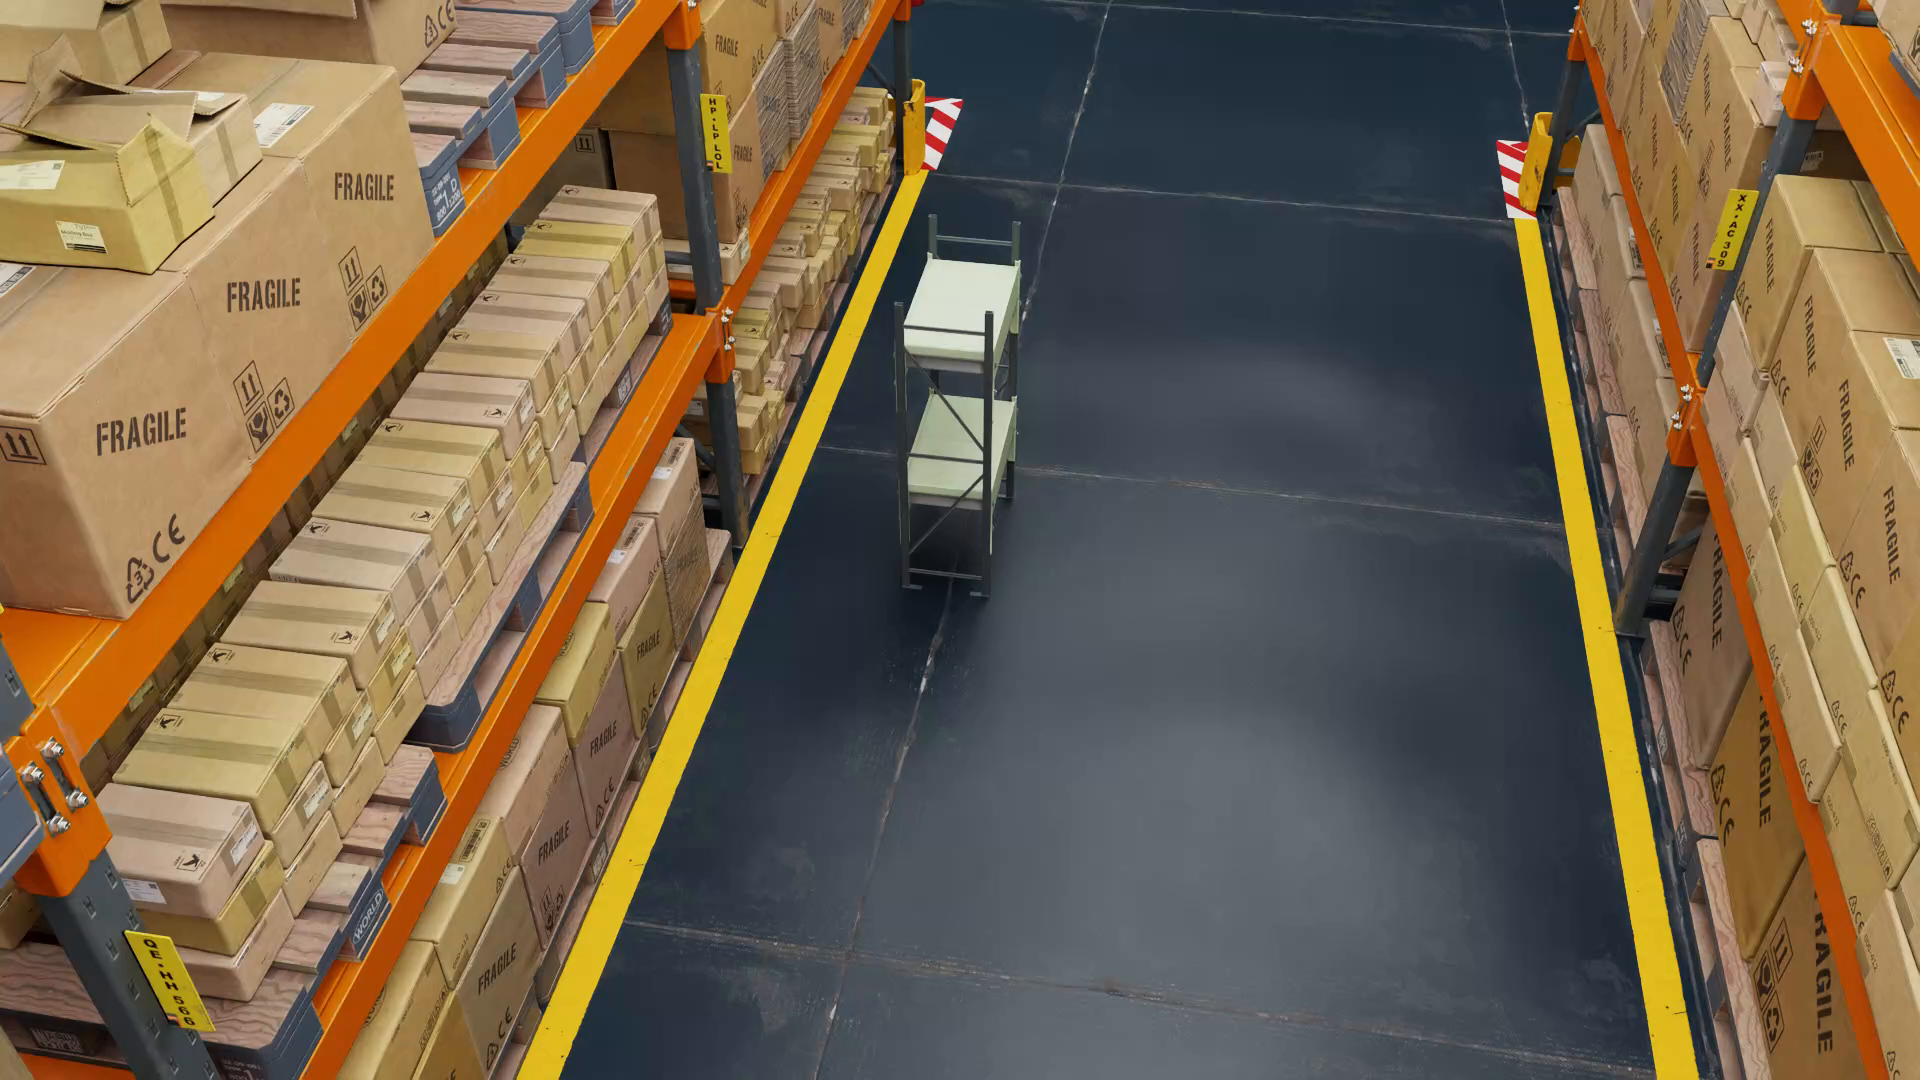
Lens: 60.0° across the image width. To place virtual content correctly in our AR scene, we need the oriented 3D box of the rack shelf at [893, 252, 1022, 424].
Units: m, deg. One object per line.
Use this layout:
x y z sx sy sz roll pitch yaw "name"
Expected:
-0.001 -0.875 7.115 0.431 0.370 0.720 6 40 8 "rack shelf"

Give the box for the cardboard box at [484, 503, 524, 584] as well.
-1.642 -0.008 5.371 0.380 0.149 0.250 5 40 6 "cardboard box"

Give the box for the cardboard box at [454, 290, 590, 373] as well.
-1.515 -0.725 5.771 0.380 0.149 0.250 6 40 8 "cardboard box"

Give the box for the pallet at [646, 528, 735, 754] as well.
-1.633 0.364 7.241 1.003 0.211 1.213 6 40 8 "pallet"

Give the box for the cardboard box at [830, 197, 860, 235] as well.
-0.783 -1.872 9.432 0.380 0.149 0.250 7 40 8 "cardboard box"

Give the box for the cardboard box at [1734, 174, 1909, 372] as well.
3.034 -0.897 5.714 0.500 0.500 0.500 7 40 8 "cardboard box"

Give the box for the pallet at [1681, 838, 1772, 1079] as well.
3.125 1.618 5.724 1.003 0.211 1.213 6 40 8 "pallet"

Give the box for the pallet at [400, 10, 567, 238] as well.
-1.888 -1.257 4.806 1.213 0.211 1.003 6 40 8 "pallet"

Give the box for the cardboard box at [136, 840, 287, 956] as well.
-1.911 0.850 4.099 0.380 0.149 0.250 8 40 10 "cardboard box"

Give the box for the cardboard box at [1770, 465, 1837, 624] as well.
2.863 0.037 5.174 0.500 0.250 0.500 7 40 8 "cardboard box"

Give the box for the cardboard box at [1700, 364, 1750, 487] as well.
3.057 -0.413 6.109 0.500 0.250 0.500 6 40 7 "cardboard box"

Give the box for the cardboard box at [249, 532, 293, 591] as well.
-2.332 0.081 5.263 0.380 0.149 0.250 8 40 9 "cardboard box"

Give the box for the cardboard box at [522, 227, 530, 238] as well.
-1.681 -1.308 7.272 0.380 0.149 0.250 6 40 7 "cardboard box"

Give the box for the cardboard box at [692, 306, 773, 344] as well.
-1.135 -1.016 8.163 0.380 0.149 0.250 6 40 7 "cardboard box"

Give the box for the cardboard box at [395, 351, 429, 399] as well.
-2.155 -0.580 6.062 0.380 0.149 0.250 7 40 8 "cardboard box"

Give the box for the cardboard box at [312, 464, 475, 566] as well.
-1.695 -0.077 4.987 0.380 0.149 0.250 8 40 9 "cardboard box"

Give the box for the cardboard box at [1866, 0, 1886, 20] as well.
2.962 -1.708 4.981 0.396 0.266 0.258 6 40 7 "cardboard box"

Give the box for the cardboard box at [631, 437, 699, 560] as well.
-1.380 -0.192 6.769 0.500 0.250 0.500 5 40 6 "cardboard box"

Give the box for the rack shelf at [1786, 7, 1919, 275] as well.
3.047 -0.341 4.116 1.077 0.370 4.000 6 40 8 "rack shelf"

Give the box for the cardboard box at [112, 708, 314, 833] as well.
-1.877 0.579 4.194 0.380 0.149 0.250 5 40 6 "cardboard box"

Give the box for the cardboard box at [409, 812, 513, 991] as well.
-1.747 1.099 5.207 0.500 0.250 0.500 6 40 7 "cardboard box"

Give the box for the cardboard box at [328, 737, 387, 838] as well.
-1.823 0.649 4.575 0.380 0.149 0.250 8 40 10 "cardboard box"

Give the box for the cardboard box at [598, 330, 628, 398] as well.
-1.463 -0.674 6.176 0.380 0.149 0.250 6 40 8 "cardboard box"

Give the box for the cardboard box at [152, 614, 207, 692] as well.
-2.424 0.281 4.788 0.380 0.149 0.250 6 40 8 "cardboard box"

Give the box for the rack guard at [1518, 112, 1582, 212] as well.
4.089 -2.279 10.211 1.175 0.500 0.348 6 40 8 "rack guard"

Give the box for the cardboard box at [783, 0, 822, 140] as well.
-0.965 -2.259 7.914 0.500 0.500 0.500 6 40 7 "cardboard box"

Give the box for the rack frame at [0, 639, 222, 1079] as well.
-2.192 1.311 3.908 1.000 3.000 0.127 6 40 8 "rack frame"

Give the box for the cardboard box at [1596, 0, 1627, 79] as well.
3.659 -2.676 8.651 0.500 0.500 0.500 6 40 7 "cardboard box"

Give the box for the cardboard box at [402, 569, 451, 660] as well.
-1.735 0.197 4.889 0.380 0.149 0.250 6 40 8 "cardboard box"

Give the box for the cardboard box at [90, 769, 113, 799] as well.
-2.515 0.730 4.478 0.380 0.149 0.250 6 40 8 "cardboard box"

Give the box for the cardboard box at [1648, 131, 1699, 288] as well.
3.305 -1.399 7.106 0.500 0.500 0.500 5 40 7 "cardboard box"

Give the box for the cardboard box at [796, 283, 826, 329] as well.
-0.936 -1.275 8.942 0.380 0.149 0.250 5 40 6 "cardboard box"

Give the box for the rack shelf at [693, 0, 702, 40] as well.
-1.154 -3.334 7.736 1.077 0.370 4.000 6 40 8 "rack shelf"

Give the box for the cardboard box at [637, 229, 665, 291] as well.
-1.374 -1.108 6.467 0.380 0.149 0.250 8 40 9 "cardboard box"

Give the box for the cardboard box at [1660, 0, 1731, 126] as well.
3.377 -2.106 7.177 0.500 0.500 0.500 7 40 8 "cardboard box"

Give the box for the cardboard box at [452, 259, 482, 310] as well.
-2.064 -1.020 6.361 0.380 0.149 0.250 6 40 7 "cardboard box"

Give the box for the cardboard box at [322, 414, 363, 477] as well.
-2.243 -0.359 5.561 0.380 0.149 0.250 6 40 7 "cardboard box"

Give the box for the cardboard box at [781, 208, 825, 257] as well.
-0.941 -1.663 8.946 0.380 0.149 0.250 7 40 8 "cardboard box"

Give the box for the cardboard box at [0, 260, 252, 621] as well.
-1.831 -0.213 3.318 0.500 0.500 0.500 6 40 8 "cardboard box"

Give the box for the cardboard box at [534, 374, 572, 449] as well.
-1.554 -0.452 5.673 0.380 0.149 0.250 4 40 5 "cardboard box"

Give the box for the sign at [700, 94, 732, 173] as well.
-0.953 -1.587 6.504 0.100 0.325 0.005 6 40 8 "sign"

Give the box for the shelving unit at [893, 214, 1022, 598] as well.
-0.001 -0.574 7.364 0.431 1.500 0.755 6 40 8 "shelving unit"

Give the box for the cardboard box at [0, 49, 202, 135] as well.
-2.179 -0.899 4.148 0.500 0.500 0.500 6 40 8 "cardboard box"

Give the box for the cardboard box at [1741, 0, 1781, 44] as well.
3.364 -2.089 6.648 0.380 0.149 0.250 6 40 7 "cardboard box"

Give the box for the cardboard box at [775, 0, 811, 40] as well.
-0.989 -2.634 7.583 0.500 0.500 0.500 7 40 8 "cardboard box"

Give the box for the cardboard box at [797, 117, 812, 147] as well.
-0.949 -2.076 8.201 0.380 0.149 0.250 8 40 10 "cardboard box"

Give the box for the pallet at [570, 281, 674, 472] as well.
-1.775 -0.662 6.444 1.003 0.211 1.213 6 40 8 "pallet"

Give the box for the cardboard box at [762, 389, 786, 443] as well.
-1.074 -0.623 8.154 0.380 0.149 0.250 8 40 9 "cardboard box"

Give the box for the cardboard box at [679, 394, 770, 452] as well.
-1.122 -0.570 7.856 0.380 0.149 0.250 8 40 10 "cardboard box"

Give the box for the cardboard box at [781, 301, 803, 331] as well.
-1.040 -1.234 8.660 0.380 0.149 0.250 8 40 10 "cardboard box"

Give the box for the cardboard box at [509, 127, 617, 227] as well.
-1.694 -1.688 7.222 0.500 0.500 0.500 6 40 8 "cardboard box"

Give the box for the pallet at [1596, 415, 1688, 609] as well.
3.602 -0.111 7.816 1.003 0.211 1.213 6 40 8 "pallet"

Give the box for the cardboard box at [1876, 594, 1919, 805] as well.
2.706 0.382 4.168 0.500 0.500 0.500 6 40 8 "cardboard box"

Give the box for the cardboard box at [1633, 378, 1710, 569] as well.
3.607 -0.274 7.505 0.875 0.438 0.875 6 40 7 "cardboard box"

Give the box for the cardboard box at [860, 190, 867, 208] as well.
-0.769 -2.091 9.930 0.380 0.149 0.250 6 40 7 "cardboard box"

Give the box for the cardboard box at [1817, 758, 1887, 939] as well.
2.709 0.868 4.560 0.500 0.250 0.500 6 40 7 "cardboard box"

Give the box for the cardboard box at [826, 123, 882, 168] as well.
-0.669 -2.314 9.733 0.380 0.149 0.250 6 40 7 "cardboard box"

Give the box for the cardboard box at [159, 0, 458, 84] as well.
-1.897 -1.603 4.666 0.797 0.503 0.637 6 40 7 "cardboard box"

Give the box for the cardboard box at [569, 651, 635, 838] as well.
-1.562 0.737 6.233 0.500 0.500 0.500 6 40 7 "cardboard box"
